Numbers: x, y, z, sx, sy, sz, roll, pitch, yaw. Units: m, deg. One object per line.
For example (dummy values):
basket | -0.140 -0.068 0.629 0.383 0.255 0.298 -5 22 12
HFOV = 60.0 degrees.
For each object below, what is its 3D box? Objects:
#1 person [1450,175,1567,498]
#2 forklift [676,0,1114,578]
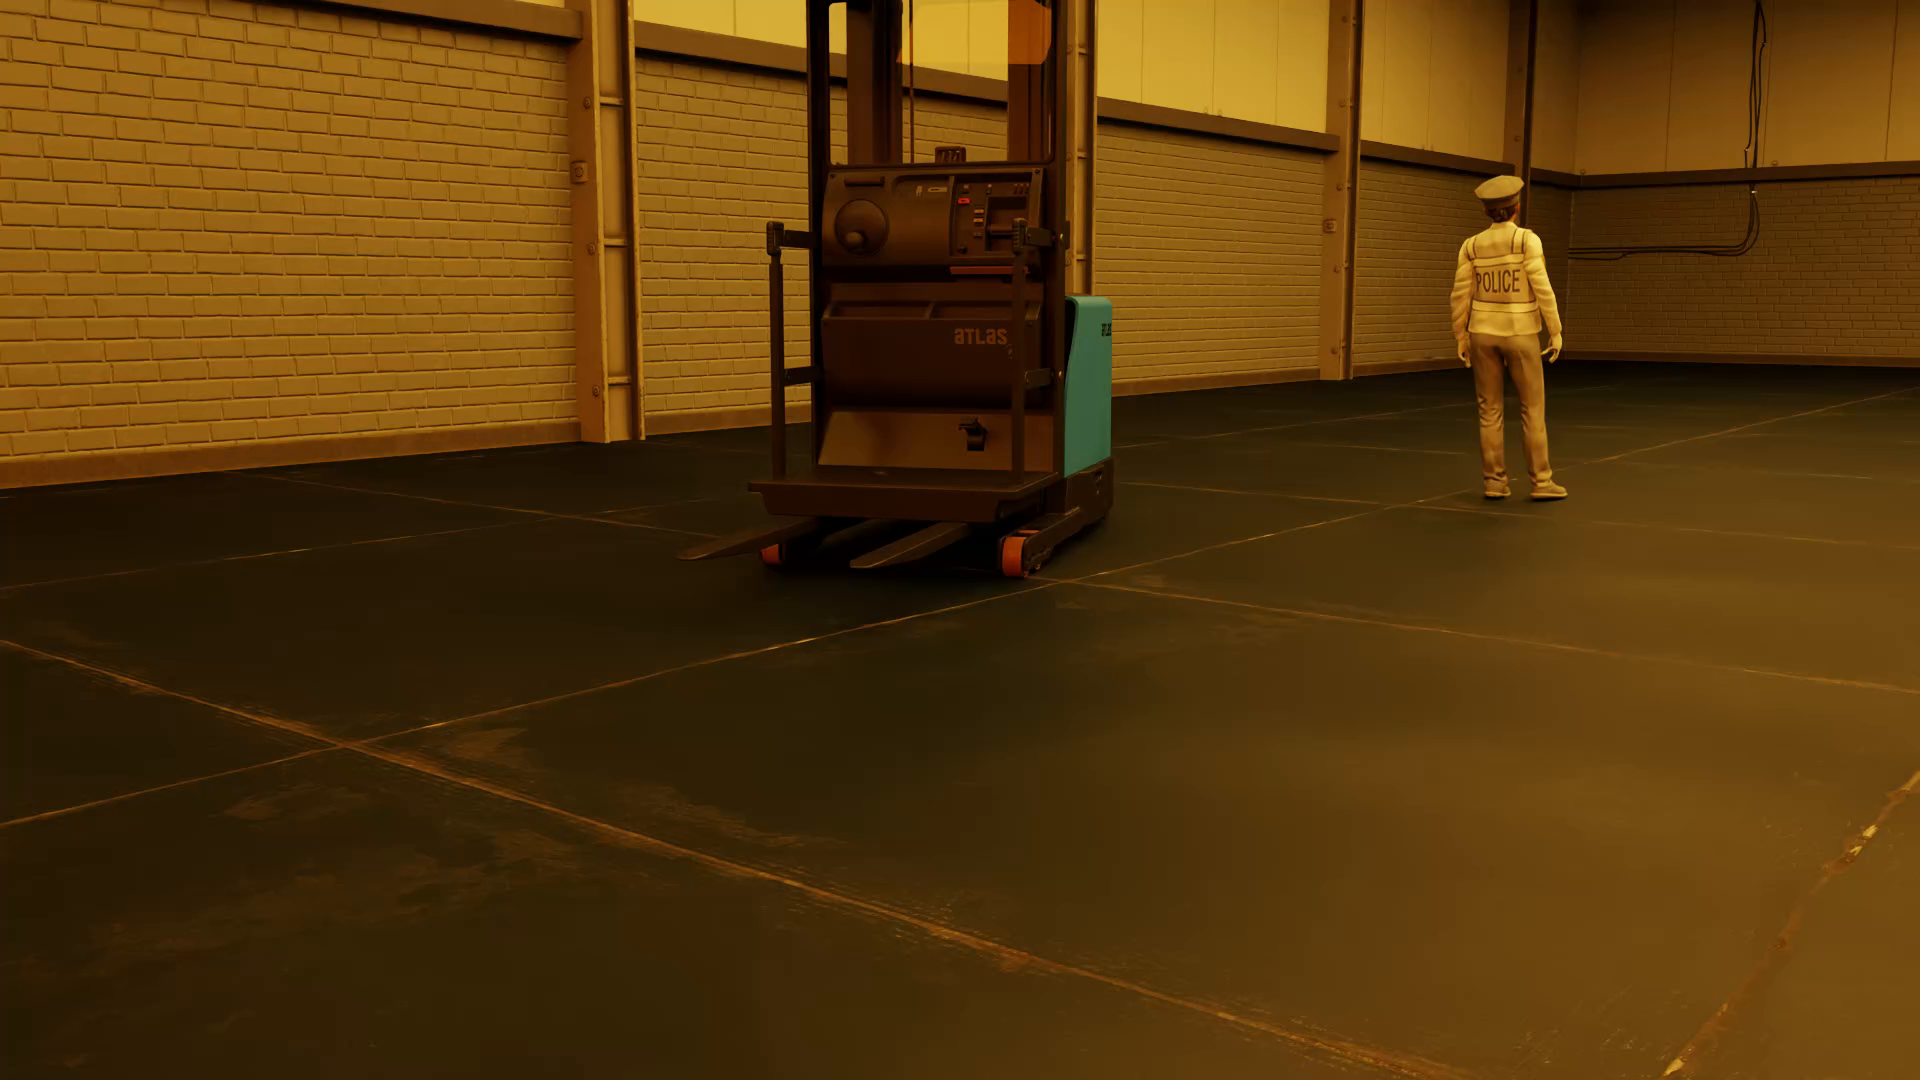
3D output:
person | 2.911 -1.067 8.818 0.575 1.701 0.518 7 11 39
forklift | -0.176 -1.366 6.616 1.130 2.935 3.031 3 9 17
